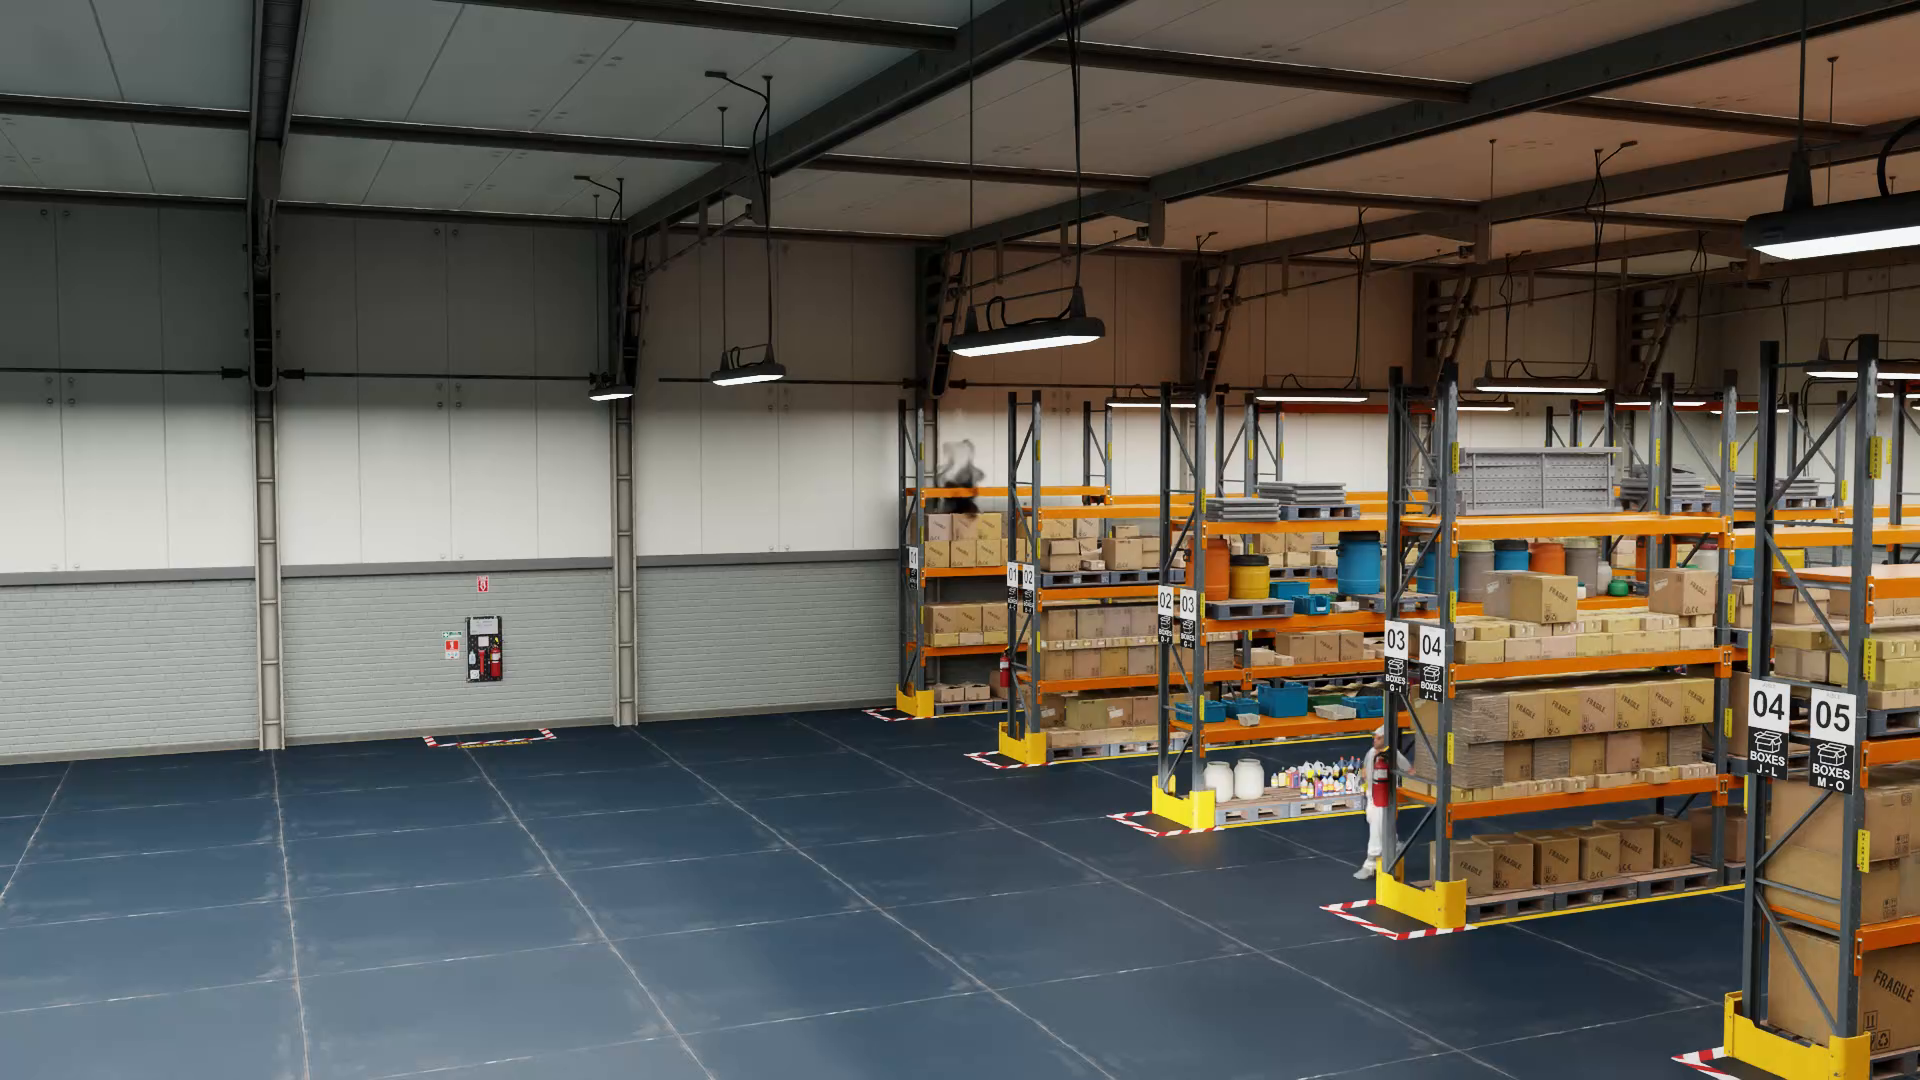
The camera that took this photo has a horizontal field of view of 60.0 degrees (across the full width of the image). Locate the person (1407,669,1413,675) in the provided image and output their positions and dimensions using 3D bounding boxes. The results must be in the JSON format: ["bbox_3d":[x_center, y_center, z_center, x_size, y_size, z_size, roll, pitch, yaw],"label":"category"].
[{"bbox_3d":[9.283,2.313,33.569,0.628,1.739,0.671,-2,4,-37],"label":"person"}]

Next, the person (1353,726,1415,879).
[{"bbox_3d":[5.052,3.102,19.829,0.893,1.791,0.693,-2,4,-31],"label":"person"}]
